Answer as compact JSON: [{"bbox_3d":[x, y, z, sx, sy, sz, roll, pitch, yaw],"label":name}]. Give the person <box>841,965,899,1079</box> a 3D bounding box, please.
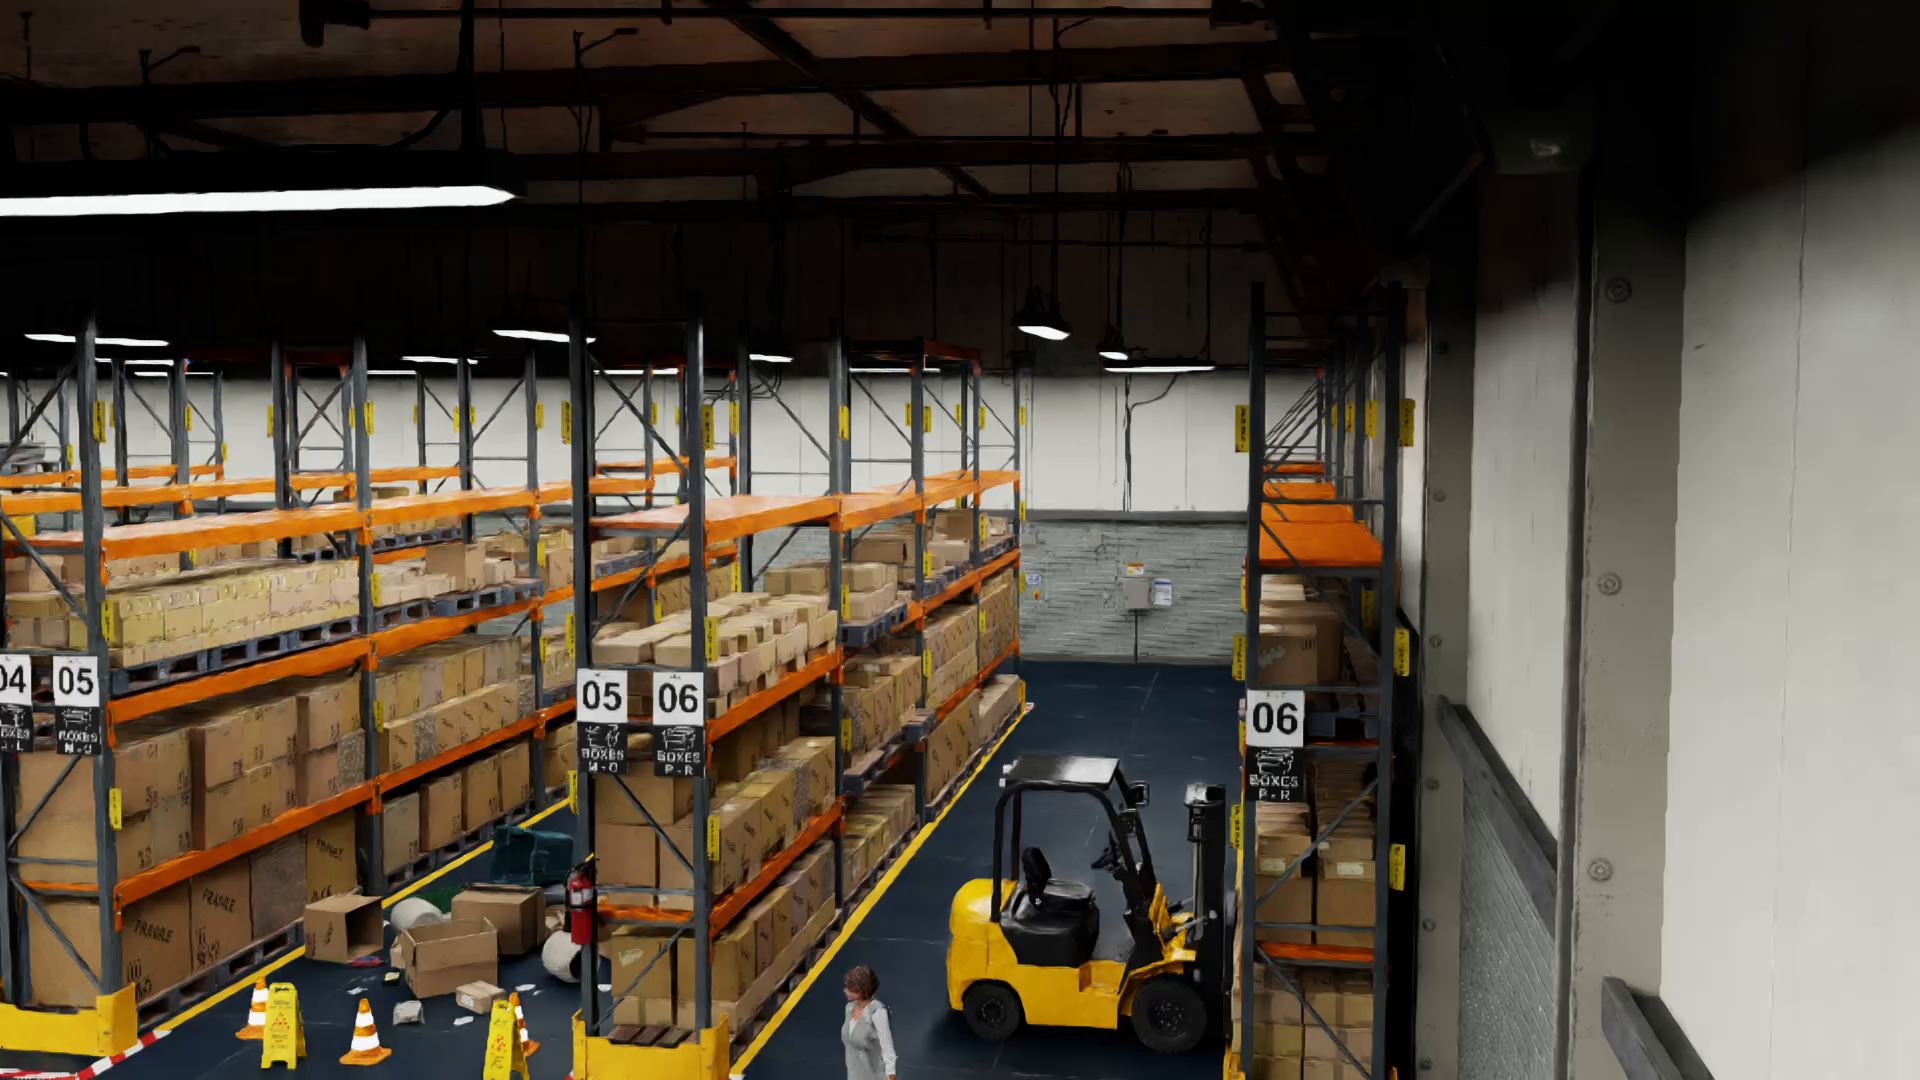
[{"bbox_3d":[-0.505,3.513,10.774,0.508,1.584,0.469,-4,6,-42],"label":"person"}]
